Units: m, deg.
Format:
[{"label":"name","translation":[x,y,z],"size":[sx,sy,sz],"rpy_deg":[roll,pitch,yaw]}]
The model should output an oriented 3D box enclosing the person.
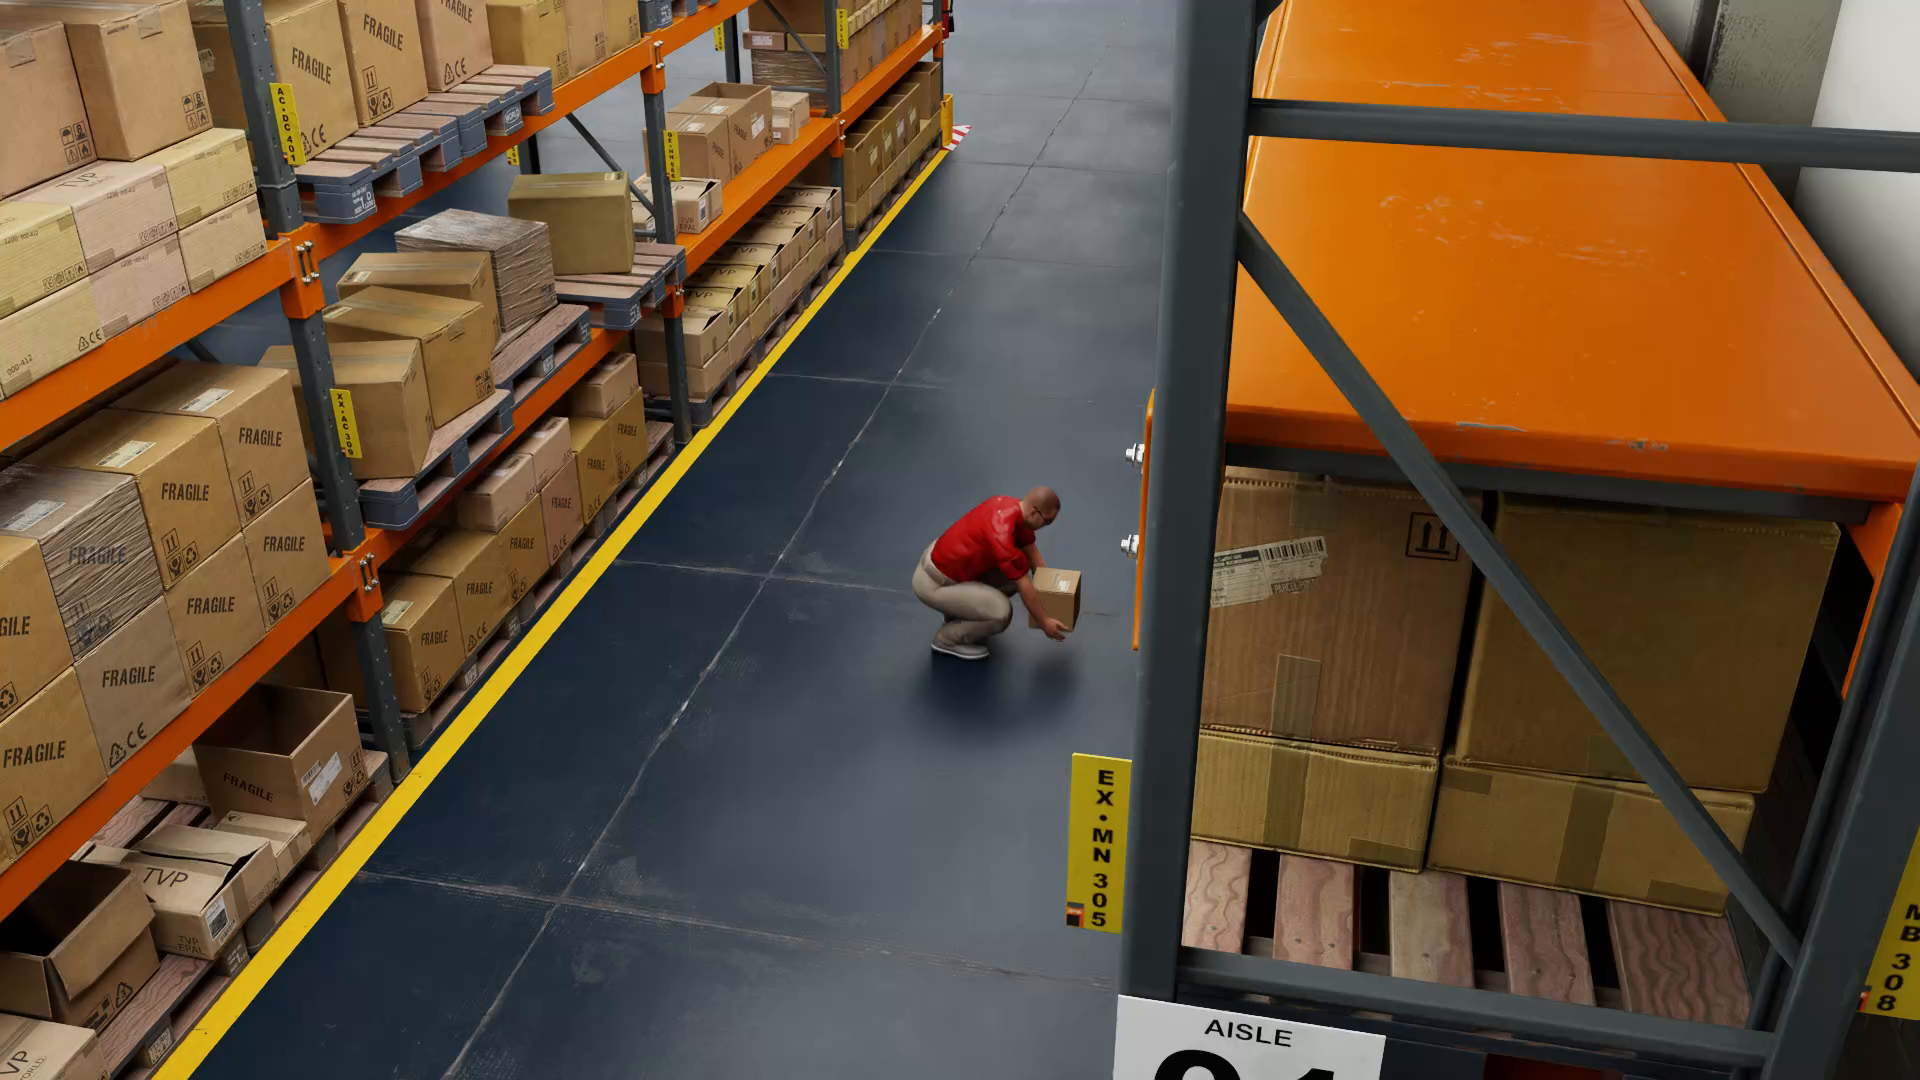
[{"label":"person","translation":[0.190,0.157,9.157],"size":[0.888,0.974,0.541],"rpy_deg":[5,29,10]}]
